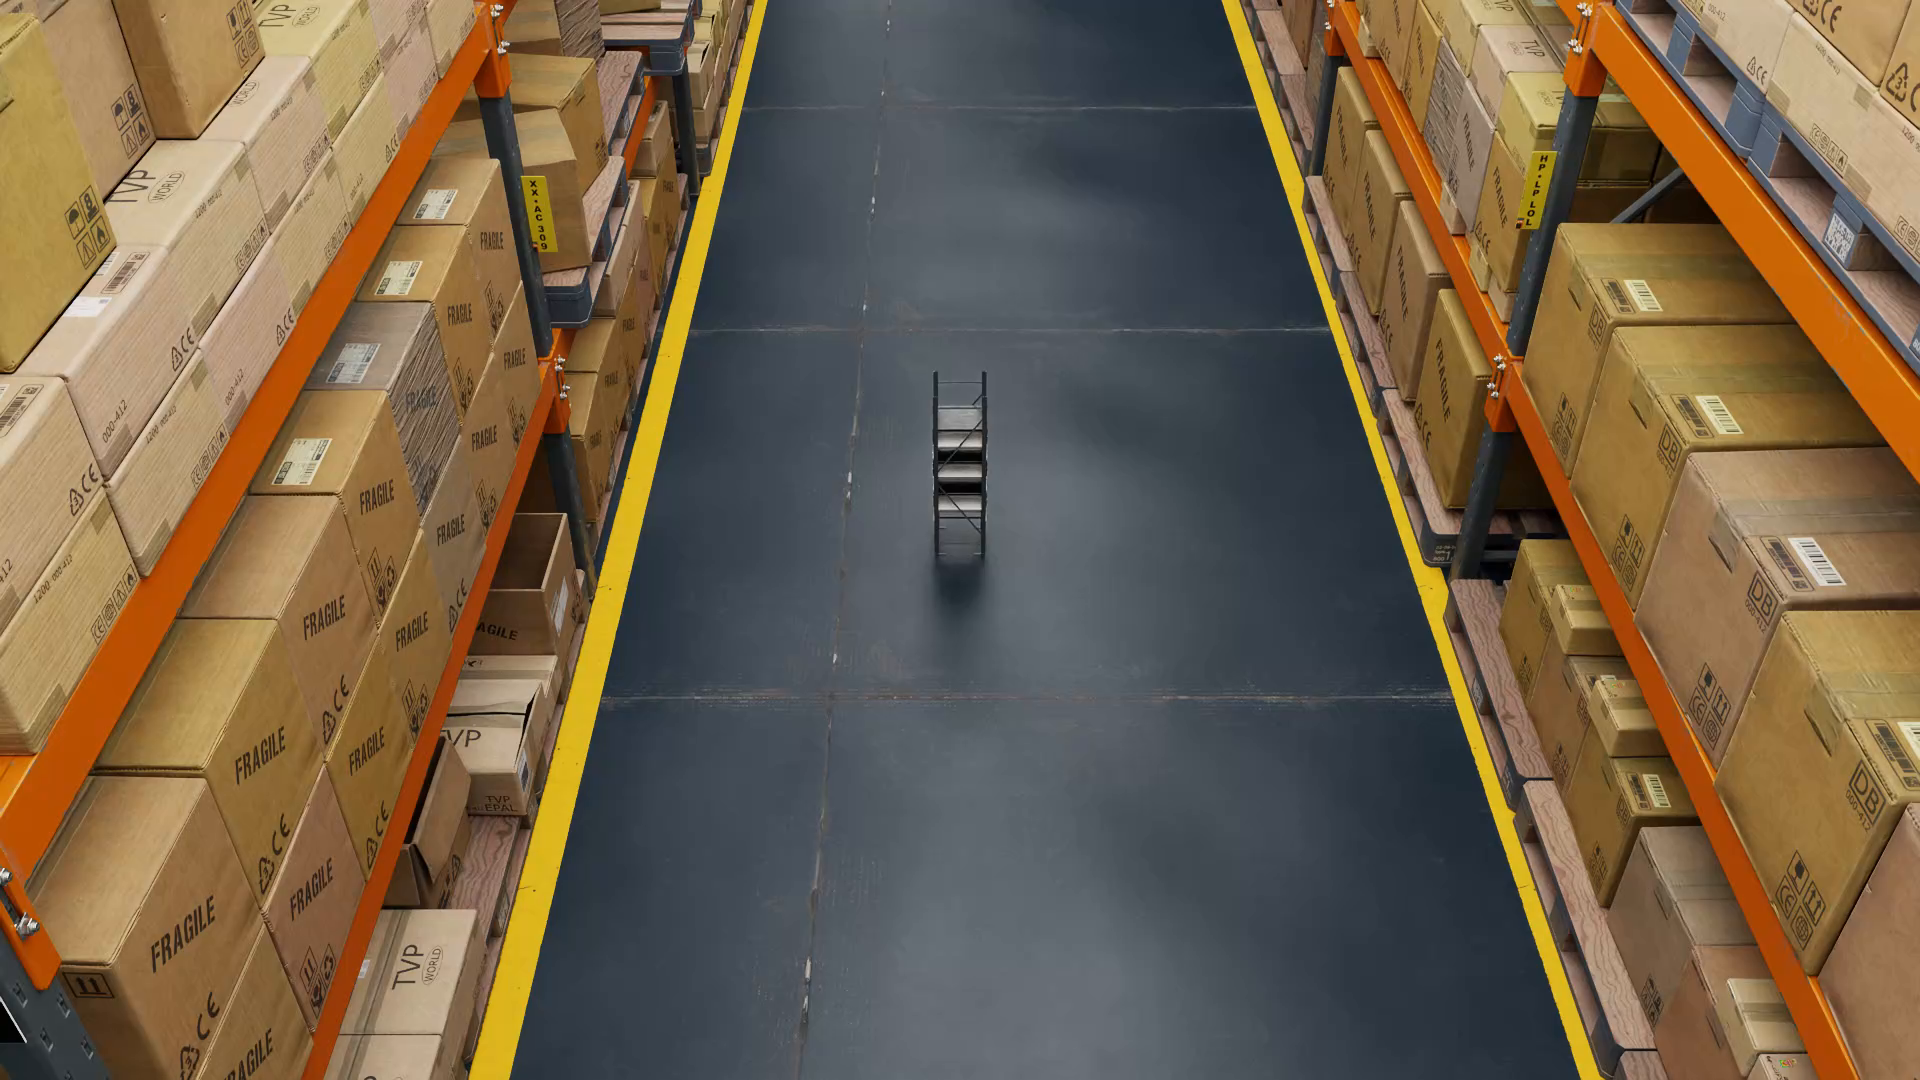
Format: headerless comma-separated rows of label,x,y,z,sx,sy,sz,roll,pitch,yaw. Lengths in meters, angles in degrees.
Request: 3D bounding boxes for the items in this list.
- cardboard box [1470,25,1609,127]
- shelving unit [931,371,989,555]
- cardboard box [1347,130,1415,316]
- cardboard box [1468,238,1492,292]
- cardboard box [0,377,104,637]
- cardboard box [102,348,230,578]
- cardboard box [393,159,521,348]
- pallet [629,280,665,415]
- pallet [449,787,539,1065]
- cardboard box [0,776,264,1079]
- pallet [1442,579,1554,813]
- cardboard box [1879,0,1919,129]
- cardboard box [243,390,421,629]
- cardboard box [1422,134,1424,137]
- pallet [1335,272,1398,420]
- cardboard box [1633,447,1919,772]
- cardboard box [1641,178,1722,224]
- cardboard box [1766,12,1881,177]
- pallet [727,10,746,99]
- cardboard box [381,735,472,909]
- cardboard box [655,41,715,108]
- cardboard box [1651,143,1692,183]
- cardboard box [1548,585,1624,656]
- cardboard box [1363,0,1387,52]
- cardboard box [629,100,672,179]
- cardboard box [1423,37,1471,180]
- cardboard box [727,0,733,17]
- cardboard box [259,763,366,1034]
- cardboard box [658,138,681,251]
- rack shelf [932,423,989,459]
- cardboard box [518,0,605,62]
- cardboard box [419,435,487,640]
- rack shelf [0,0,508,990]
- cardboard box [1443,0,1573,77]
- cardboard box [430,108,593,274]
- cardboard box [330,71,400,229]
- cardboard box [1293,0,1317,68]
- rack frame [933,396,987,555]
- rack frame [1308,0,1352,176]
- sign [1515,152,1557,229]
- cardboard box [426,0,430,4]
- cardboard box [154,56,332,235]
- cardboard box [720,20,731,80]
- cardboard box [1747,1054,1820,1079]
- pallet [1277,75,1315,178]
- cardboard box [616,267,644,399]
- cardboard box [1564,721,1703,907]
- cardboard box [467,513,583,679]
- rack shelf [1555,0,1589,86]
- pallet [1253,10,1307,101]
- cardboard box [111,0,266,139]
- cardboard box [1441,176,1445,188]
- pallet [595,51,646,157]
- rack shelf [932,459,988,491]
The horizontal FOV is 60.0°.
cardboard box,2.520,-2.000,7.159,0.500,0.250,0.500,1,39,1
shelving unit,0.000,-0.346,7.708,0.258,0.900,0.210,0,39,0
cardboard box,2.627,-1.751,9.165,0.750,0.750,0.750,0,39,0
cardboard box,2.460,-1.211,7.293,0.380,0.149,0.250,1,39,1
cardboard box,-1.922,-0.054,2.985,0.500,0.250,0.500,0,39,0
cardboard box,-1.916,-0.171,3.532,0.500,0.250,0.500,0,39,0
cardboard box,-1.927,-1.040,6.015,0.500,0.500,0.500,0,39,0
pallet,-2.229,-1.112,9.214,1.003,0.211,1.213,0,39,0
pallet,-2.182,1.356,6.135,1.003,0.211,1.213,0,39,0
cardboard box,-1.919,0.868,3.634,0.500,0.500,0.500,1,39,1
pallet,2.690,0.631,7.039,1.003,0.211,1.213,0,39,0
cardboard box,2.500,-1.135,3.719,0.500,0.500,0.500,-2,39,-2
cardboard box,-1.924,-0.090,4.829,0.500,0.500,0.500,0,39,0
cardboard box,2.544,-2.178,8.500,0.380,0.149,0.250,0,39,0
pallet,2.687,-1.092,9.189,1.003,0.211,1.213,0,39,0
cardboard box,2.758,0.201,5.106,0.980,0.700,0.700,-2,39,-2
cardboard box,3.019,-1.383,6.989,0.500,0.500,0.500,-1,39,-2
cardboard box,2.499,-1.176,4.369,0.500,0.250,0.500,-1,39,-1
pallet,-2.151,-3.616,12.339,1.003,0.211,1.213,0,39,0
cardboard box,-2.179,1.051,5.930,0.797,0.503,0.637,0,39,0
cardboard box,-1.898,-3.065,10.837,0.500,0.311,0.500,1,39,1
cardboard box,3.027,-1.676,6.755,0.500,0.250,0.500,1,39,1
cardboard box,2.484,0.308,6.357,0.380,0.149,0.250,1,39,1
cardboard box,2.499,-2.965,8.963,0.500,0.500,0.500,1,39,1
cardboard box,-1.951,-2.297,9.511,0.500,0.250,0.500,1,39,2
cardboard box,2.512,-2.017,7.780,0.500,0.500,0.500,0,39,0
cardboard box,-1.906,-4.034,12.046,0.500,0.311,0.500,0,39,-1
cardboard box,-1.924,0.935,4.350,0.500,0.500,0.500,0,39,0
cardboard box,-1.955,-2.040,9.789,0.500,0.500,0.500,1,39,2
rack shelf,0.000,-0.461,7.616,0.258,0.077,0.200,0,39,0
cardboard box,-2.267,-2.665,8.507,0.700,0.500,0.500,7,39,8
cardboard box,-1.924,-0.010,5.529,0.500,0.500,0.500,1,39,1
rack shelf,-2.184,-0.566,4.479,1.077,0.370,4.000,0,39,0
cardboard box,2.519,-2.319,7.557,0.500,0.250,0.500,1,39,1
cardboard box,-1.963,-1.426,6.960,0.700,0.500,0.500,-13,40,-15
cardboard box,-1.921,-1.109,4.702,0.500,0.250,0.500,0,39,0
cardboard box,2.797,-3.713,11.878,0.700,0.500,0.500,0,39,0
rack frame,0.000,-0.282,7.628,0.240,0.900,0.006,0,39,0
rack frame,2.763,-3.434,9.882,1.000,3.000,0.127,0,39,0
sign,2.225,-1.347,6.415,0.100,0.325,0.005,0,39,0
cardboard box,-1.914,-1.930,5.326,0.500,0.250,0.500,0,39,0
cardboard box,-1.919,-0.992,4.156,0.500,0.250,0.500,0,39,0
cardboard box,-1.906,-3.486,11.810,0.500,0.250,0.500,-1,39,-1
cardboard box,2.489,1.609,4.733,0.380,0.149,0.250,0,39,-1
pallet,2.763,-2.834,11.364,1.003,0.211,1.213,0,39,0
cardboard box,-1.948,-1.072,8.581,0.500,0.500,0.500,0,39,0
cardboard box,2.661,0.982,6.035,0.700,0.500,0.500,1,39,1
cardboard box,-1.902,0.233,6.953,0.500,0.500,0.500,0,39,0
rack shelf,2.765,-3.073,7.608,1.077,0.370,4.000,0,39,0
pallet,2.765,-3.595,12.313,1.003,0.211,1.213,0,39,0
cardboard box,-2.129,-1.284,3.921,0.700,0.500,0.500,0,39,0
cardboard box,2.512,-1.691,7.892,0.380,0.149,0.250,0,39,0
pallet,-2.184,-2.137,8.417,1.003,0.211,1.213,0,39,0
rack shelf,0.000,-0.320,7.729,0.258,0.077,0.200,0,39,0
